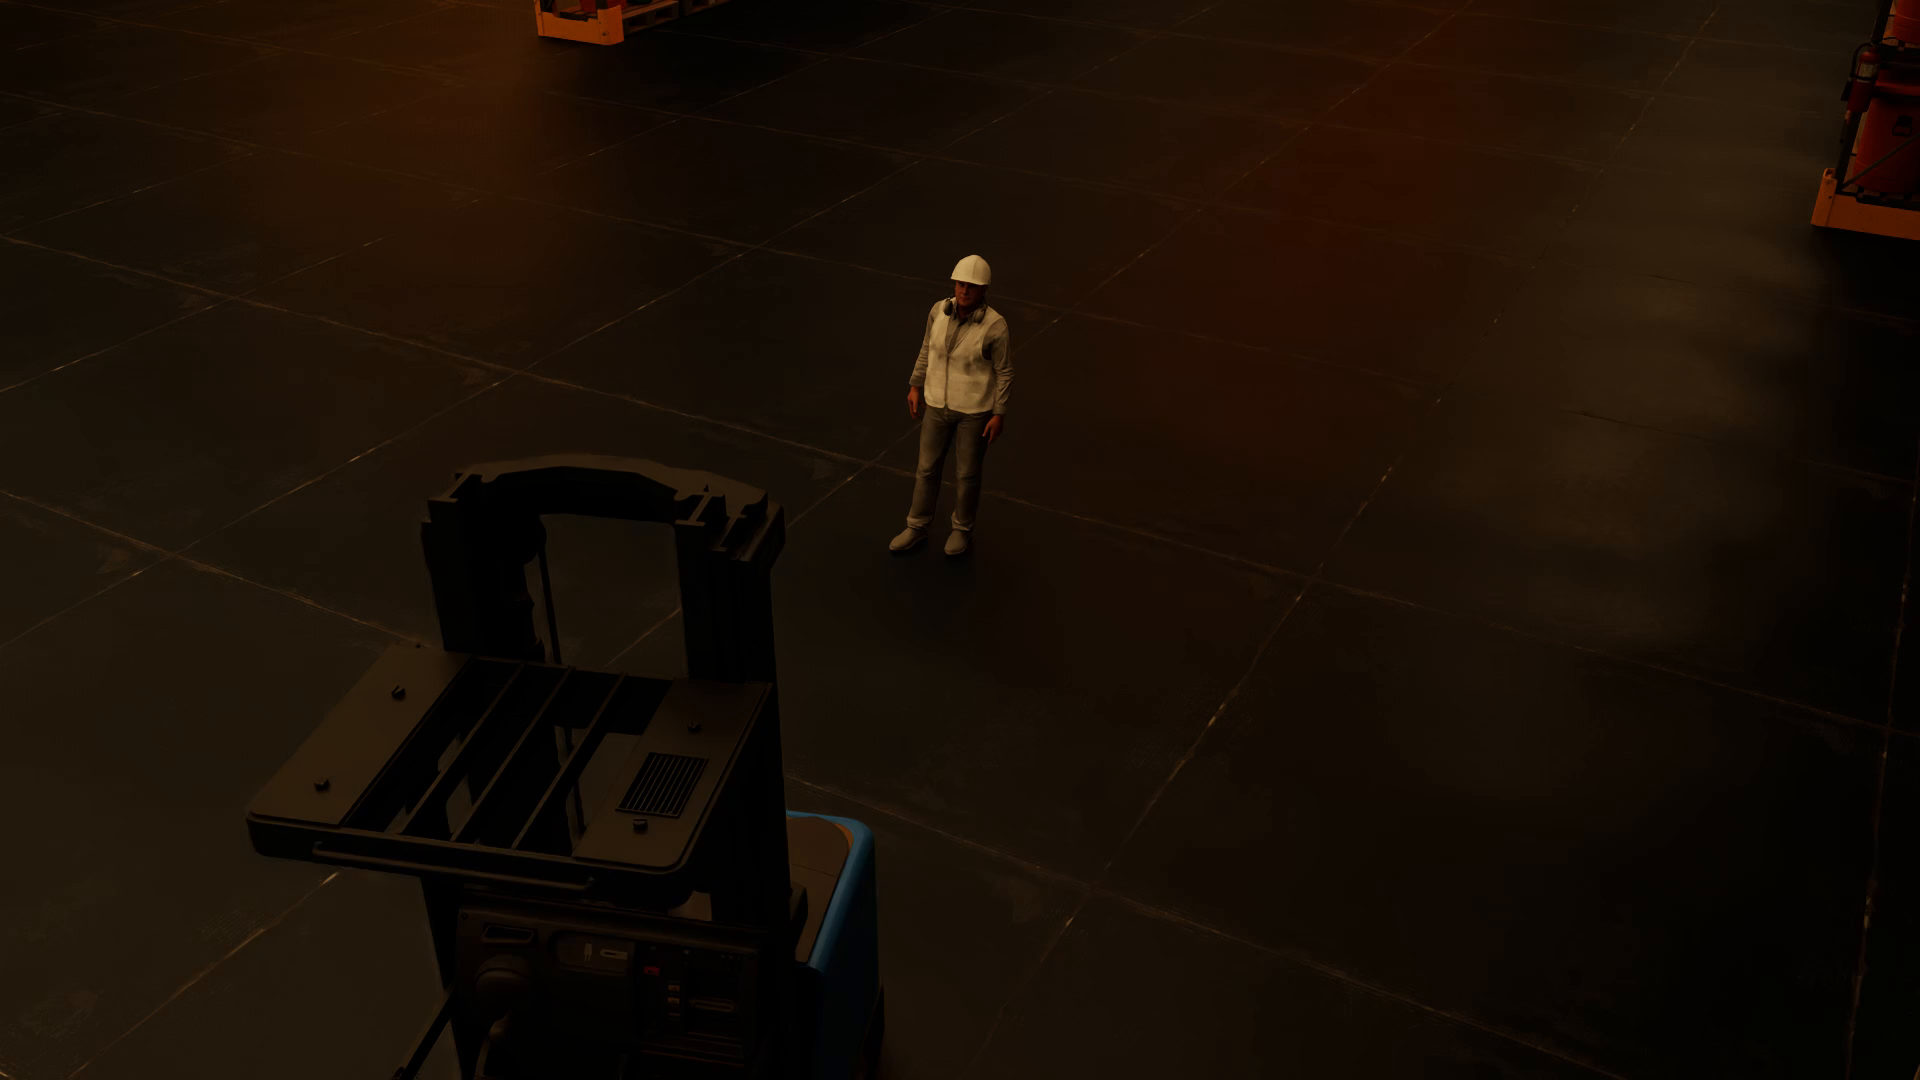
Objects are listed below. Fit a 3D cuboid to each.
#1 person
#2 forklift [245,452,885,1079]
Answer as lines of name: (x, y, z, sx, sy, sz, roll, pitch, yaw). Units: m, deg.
person: (-0.037, -0.750, 9.512, 0.632, 1.773, 0.568, 15, 33, 25)
forklift: (-1.076, 1.363, 4.708, 1.130, 2.935, 3.031, 5, 30, 9)
